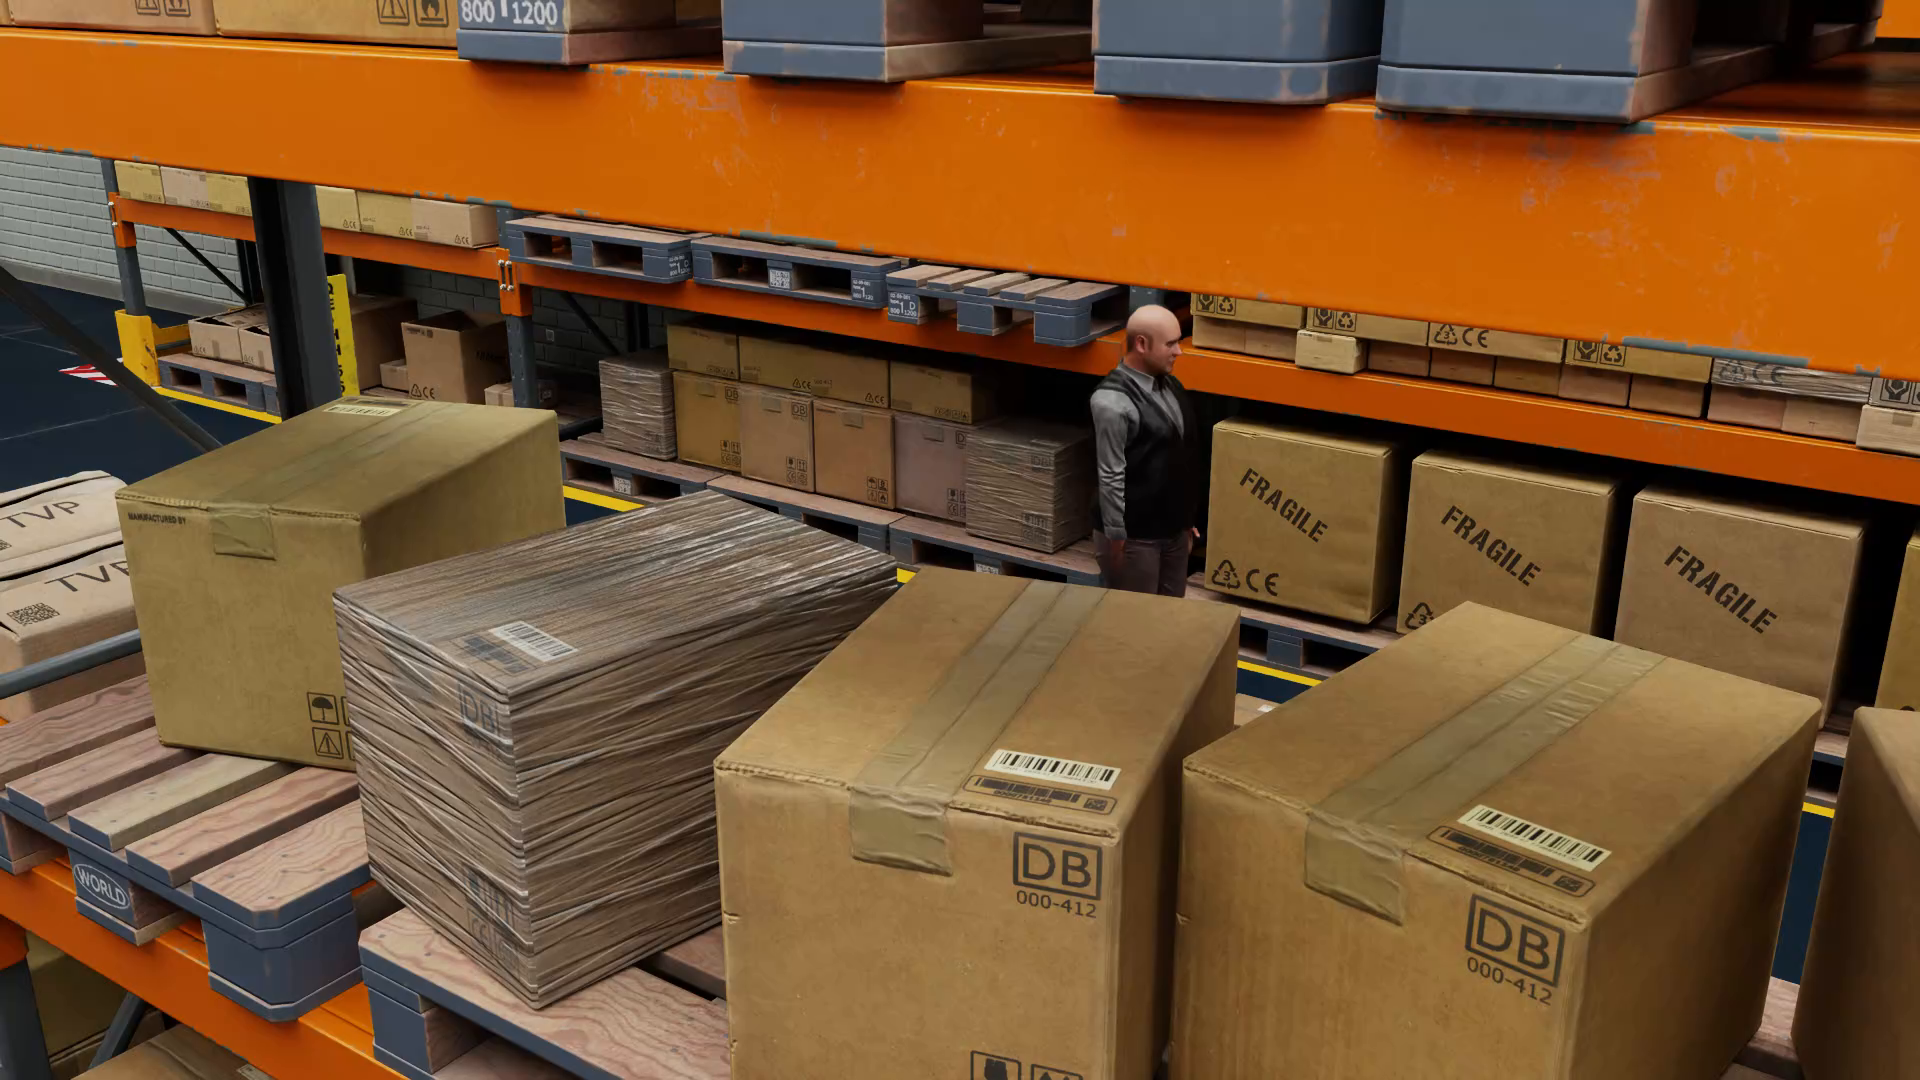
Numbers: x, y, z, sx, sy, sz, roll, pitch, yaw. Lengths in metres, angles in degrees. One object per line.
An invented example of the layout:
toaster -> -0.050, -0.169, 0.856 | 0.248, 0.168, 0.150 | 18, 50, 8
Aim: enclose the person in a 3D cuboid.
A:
person -> 0.690, 0.038, 6.224 | 0.358, 1.453, 0.533 | 13, 23, 32
